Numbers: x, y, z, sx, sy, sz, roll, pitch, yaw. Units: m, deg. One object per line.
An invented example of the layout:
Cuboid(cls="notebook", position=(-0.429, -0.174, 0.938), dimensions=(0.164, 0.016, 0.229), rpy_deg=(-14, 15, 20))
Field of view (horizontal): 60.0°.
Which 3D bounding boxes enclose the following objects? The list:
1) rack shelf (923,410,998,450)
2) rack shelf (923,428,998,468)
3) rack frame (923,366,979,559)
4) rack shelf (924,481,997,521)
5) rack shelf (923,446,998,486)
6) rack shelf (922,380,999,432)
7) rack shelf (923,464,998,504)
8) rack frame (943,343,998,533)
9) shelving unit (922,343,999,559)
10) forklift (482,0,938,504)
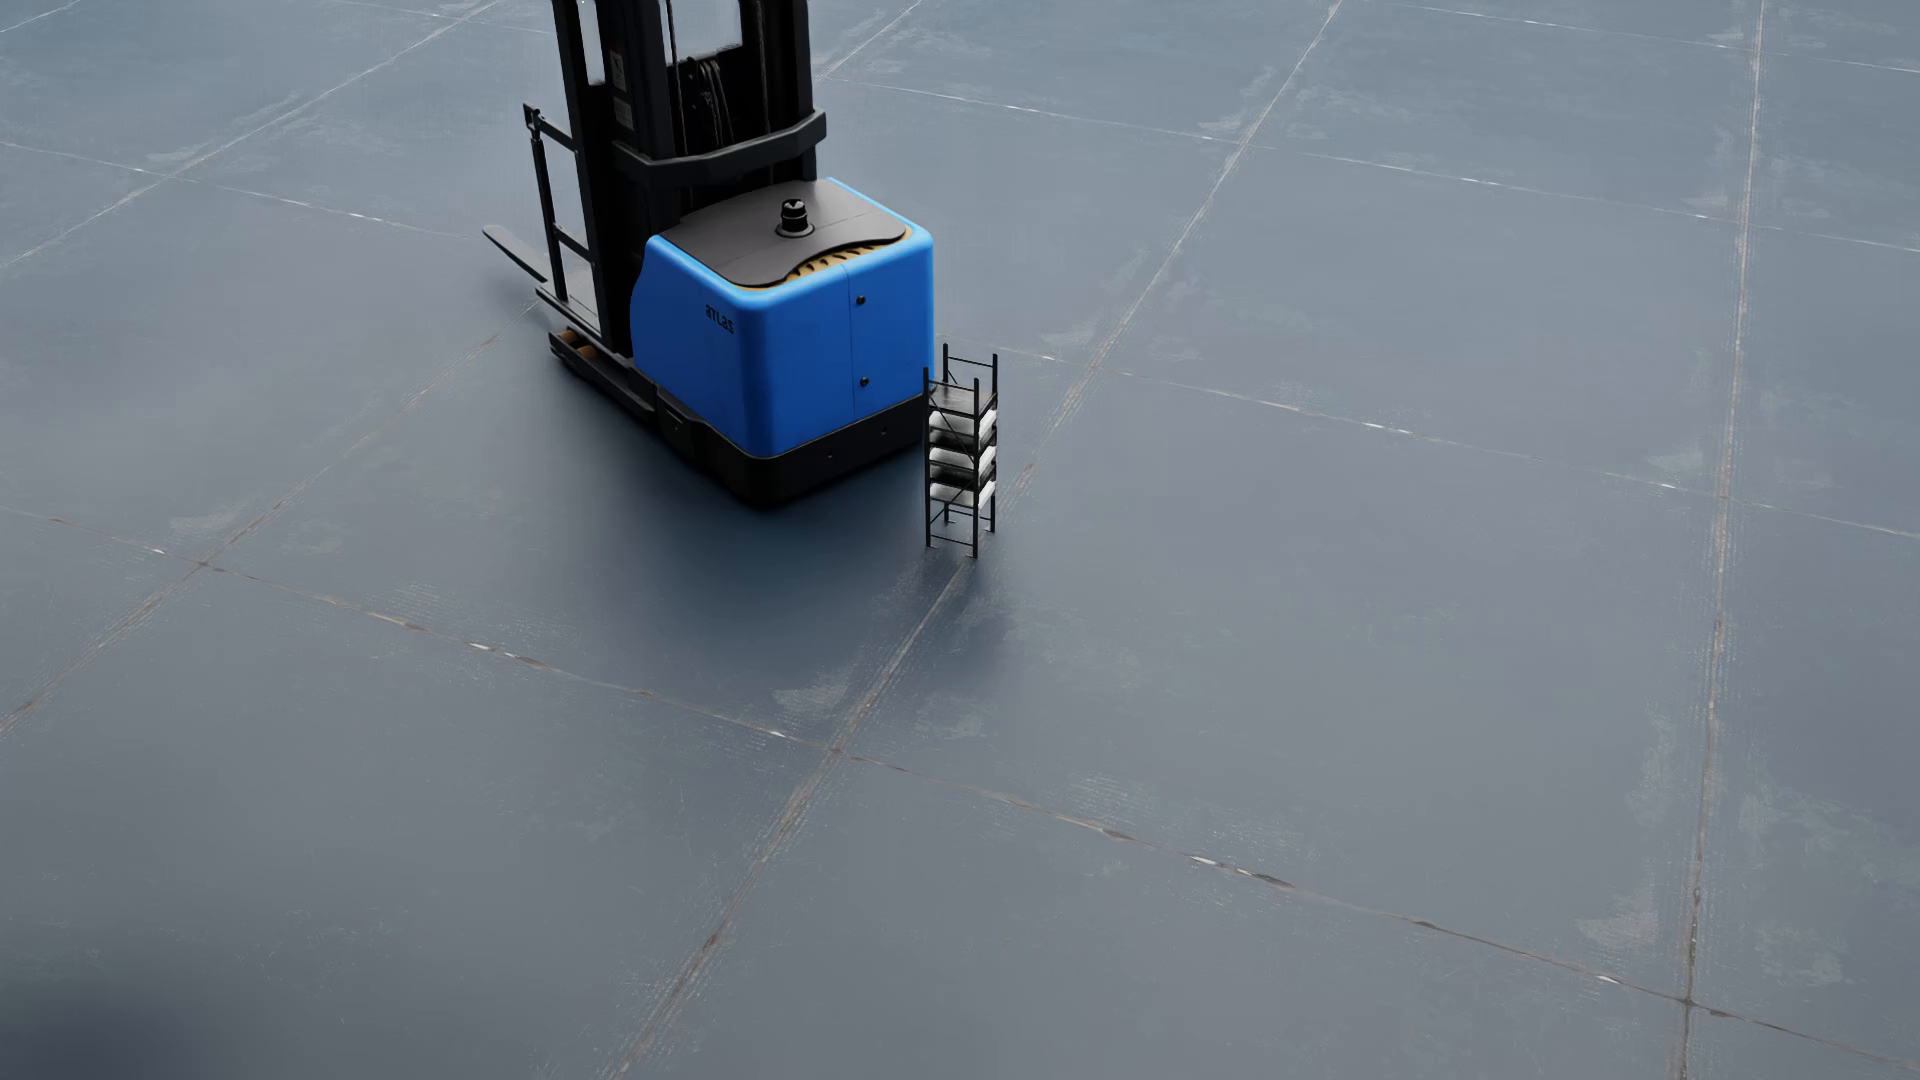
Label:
Cuboid(cls="rack shelf", position=(0.003, -0.482, 6.899), dimensions=(0.258, 0.077, 0.200), rpy_deg=(14, 39, 18))
Cuboid(cls="rack shelf", position=(0.003, -0.410, 6.953), dimensions=(0.258, 0.077, 0.200), rpy_deg=(14, 39, 18))
Cuboid(cls="rack frame", position=(-0.036, -0.309, 6.911), dimensions=(0.240, 0.900, 0.006), rpy_deg=(14, 39, 18))
Cuboid(cls="rack shelf", position=(0.003, -0.194, 7.114), dimensions=(0.258, 0.077, 0.200), rpy_deg=(14, 39, 18))
Cuboid(cls="rack shelf", position=(0.003, -0.338, 7.007), dimensions=(0.258, 0.077, 0.200), rpy_deg=(14, 39, 18))
Cuboid(cls="rack shelf", position=(0.003, -0.555, 6.845), dimensions=(0.258, 0.077, 0.200), rpy_deg=(14, 39, 18))
Cuboid(cls="rack shelf", position=(0.003, -0.266, 7.060), dimensions=(0.258, 0.077, 0.200), rpy_deg=(14, 39, 18))
Cuboid(cls="rack frame", position=(0.042, -0.421, 7.062), dimensions=(0.240, 0.900, 0.006), rpy_deg=(14, 39, 18))
Cuboid(cls="shelving unit", position=(0.003, -0.365, 6.987), dimensions=(0.258, 0.900, 0.210), rpy_deg=(14, 39, 18))
Cuboid(cls="forklift", position=(-1.424, -2.150, 7.678), dimensions=(1.130, 2.935, 3.031), rpy_deg=(-26, 44, -31))
